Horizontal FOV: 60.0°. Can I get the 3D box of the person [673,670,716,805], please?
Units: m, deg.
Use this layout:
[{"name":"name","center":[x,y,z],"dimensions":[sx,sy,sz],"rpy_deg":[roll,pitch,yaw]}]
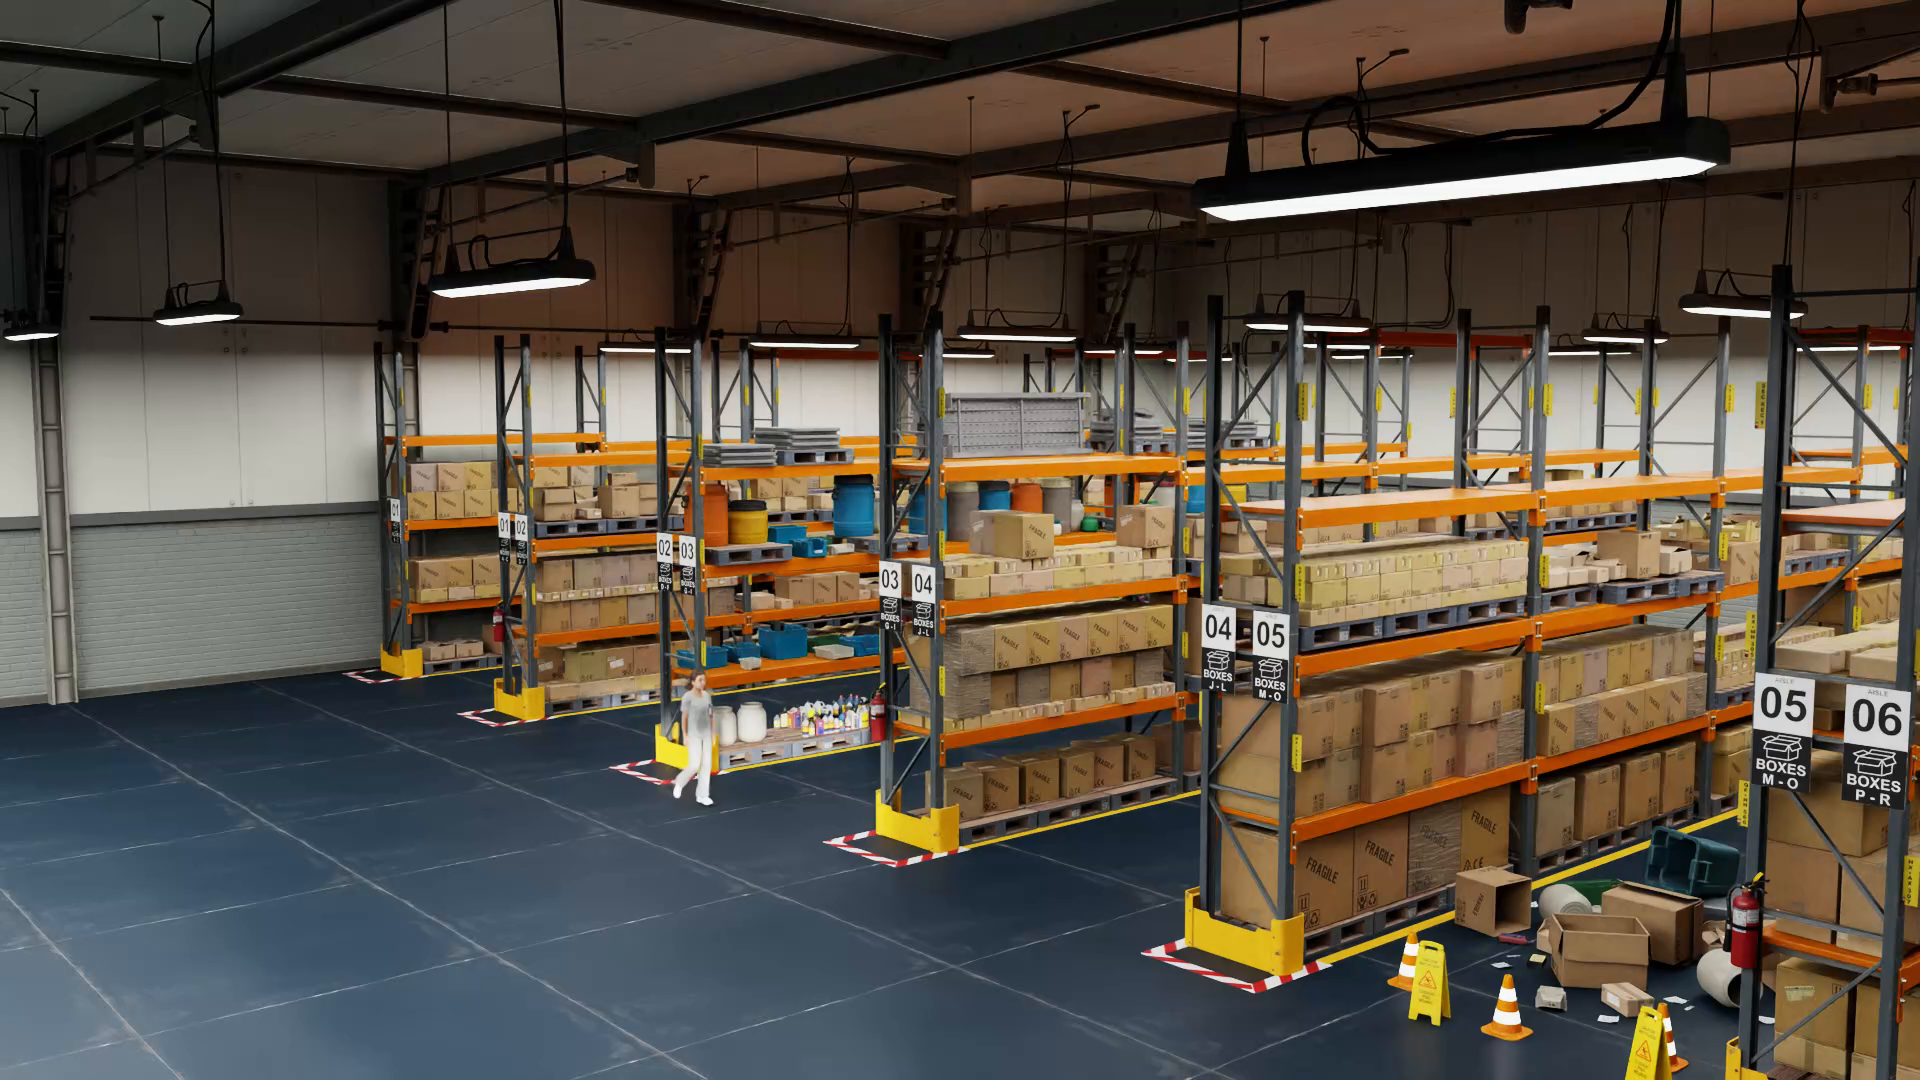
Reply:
[{"name":"person","center":[-3.282,2.437,20.658],"dimensions":[0.551,1.666,0.466],"rpy_deg":[5,7,44]}]
